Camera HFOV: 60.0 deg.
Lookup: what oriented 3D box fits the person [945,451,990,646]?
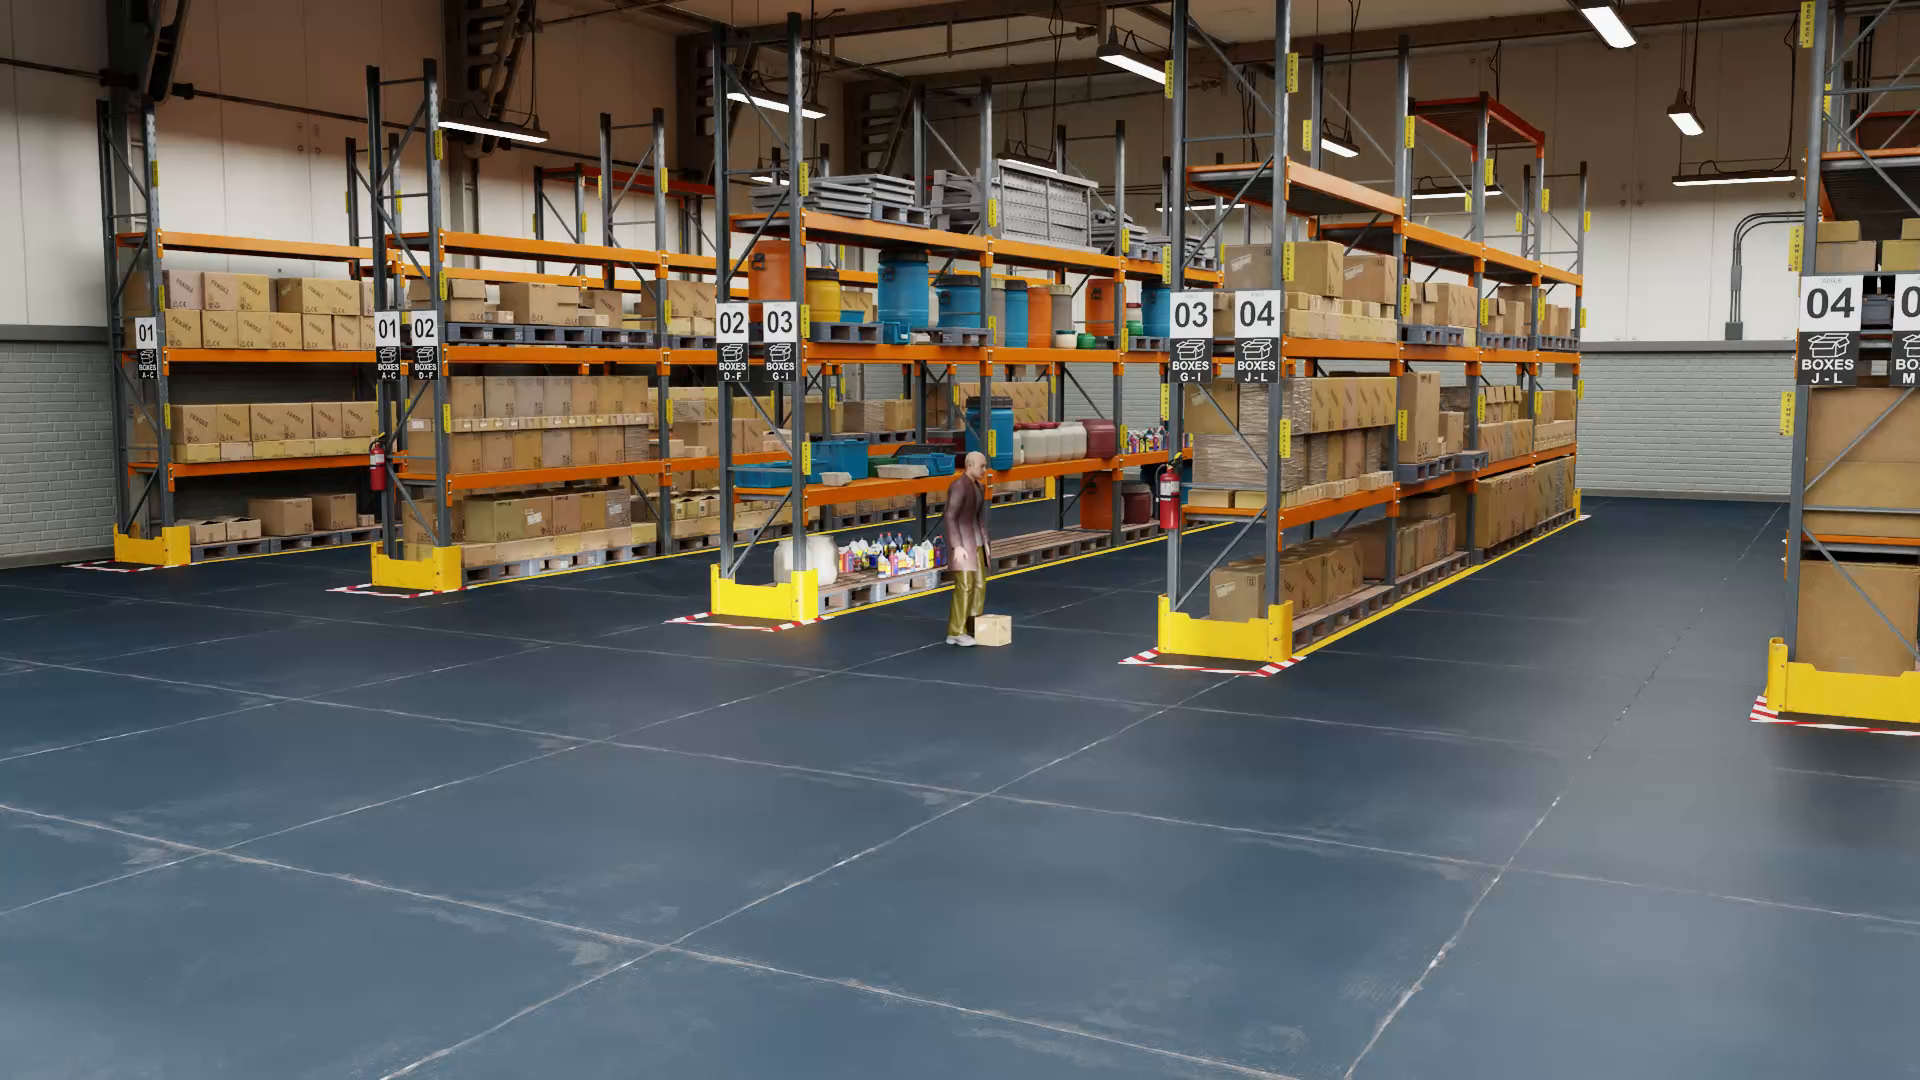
[{"bbox_3d":[0.085,0.065,15.425,0.419,1.774,0.646,3,7,28],"label":"person"}]
